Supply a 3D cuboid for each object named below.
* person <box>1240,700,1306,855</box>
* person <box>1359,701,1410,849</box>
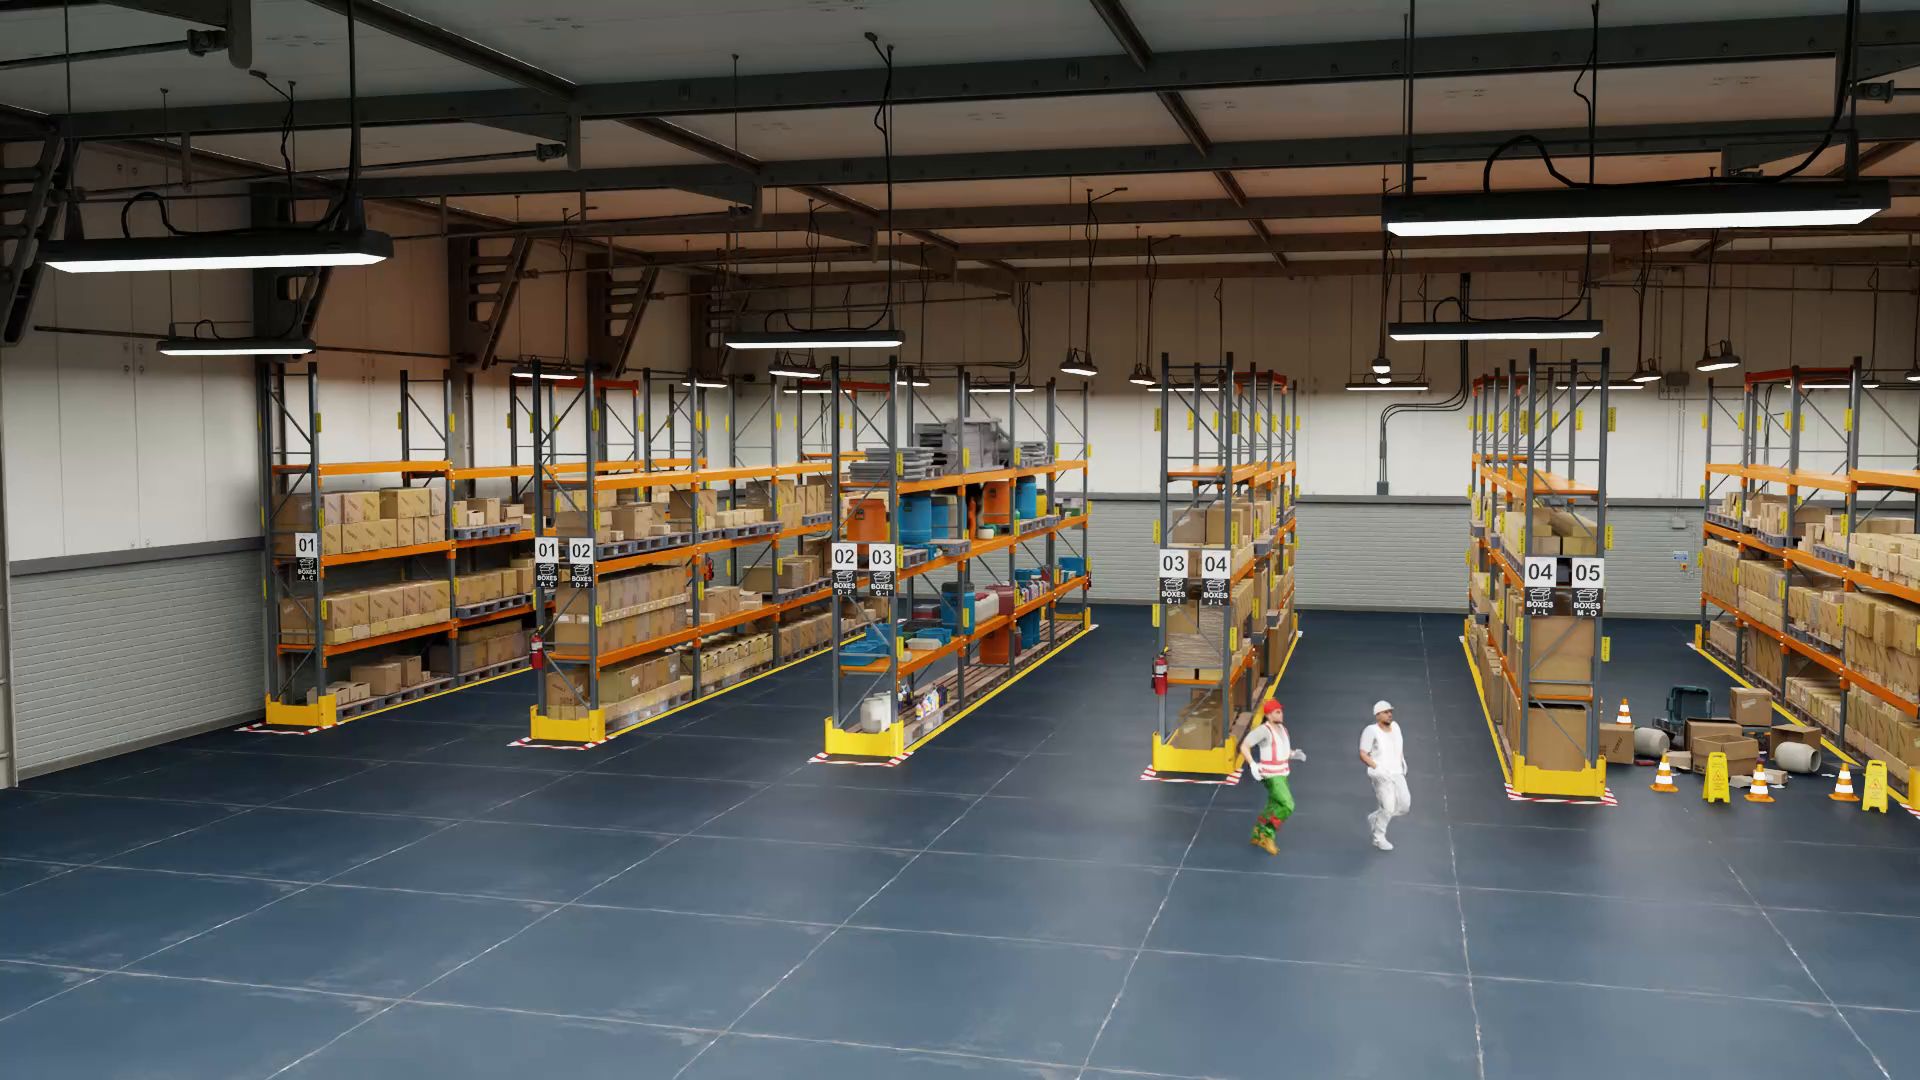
[{"bbox_3d":[3.670,2.751,19.303,0.694,1.781,0.651,3,5,39],"label":"person"},{"bbox_3d":[5.007,2.759,19.585,0.684,1.742,0.543,-3,5,-33],"label":"person"}]
